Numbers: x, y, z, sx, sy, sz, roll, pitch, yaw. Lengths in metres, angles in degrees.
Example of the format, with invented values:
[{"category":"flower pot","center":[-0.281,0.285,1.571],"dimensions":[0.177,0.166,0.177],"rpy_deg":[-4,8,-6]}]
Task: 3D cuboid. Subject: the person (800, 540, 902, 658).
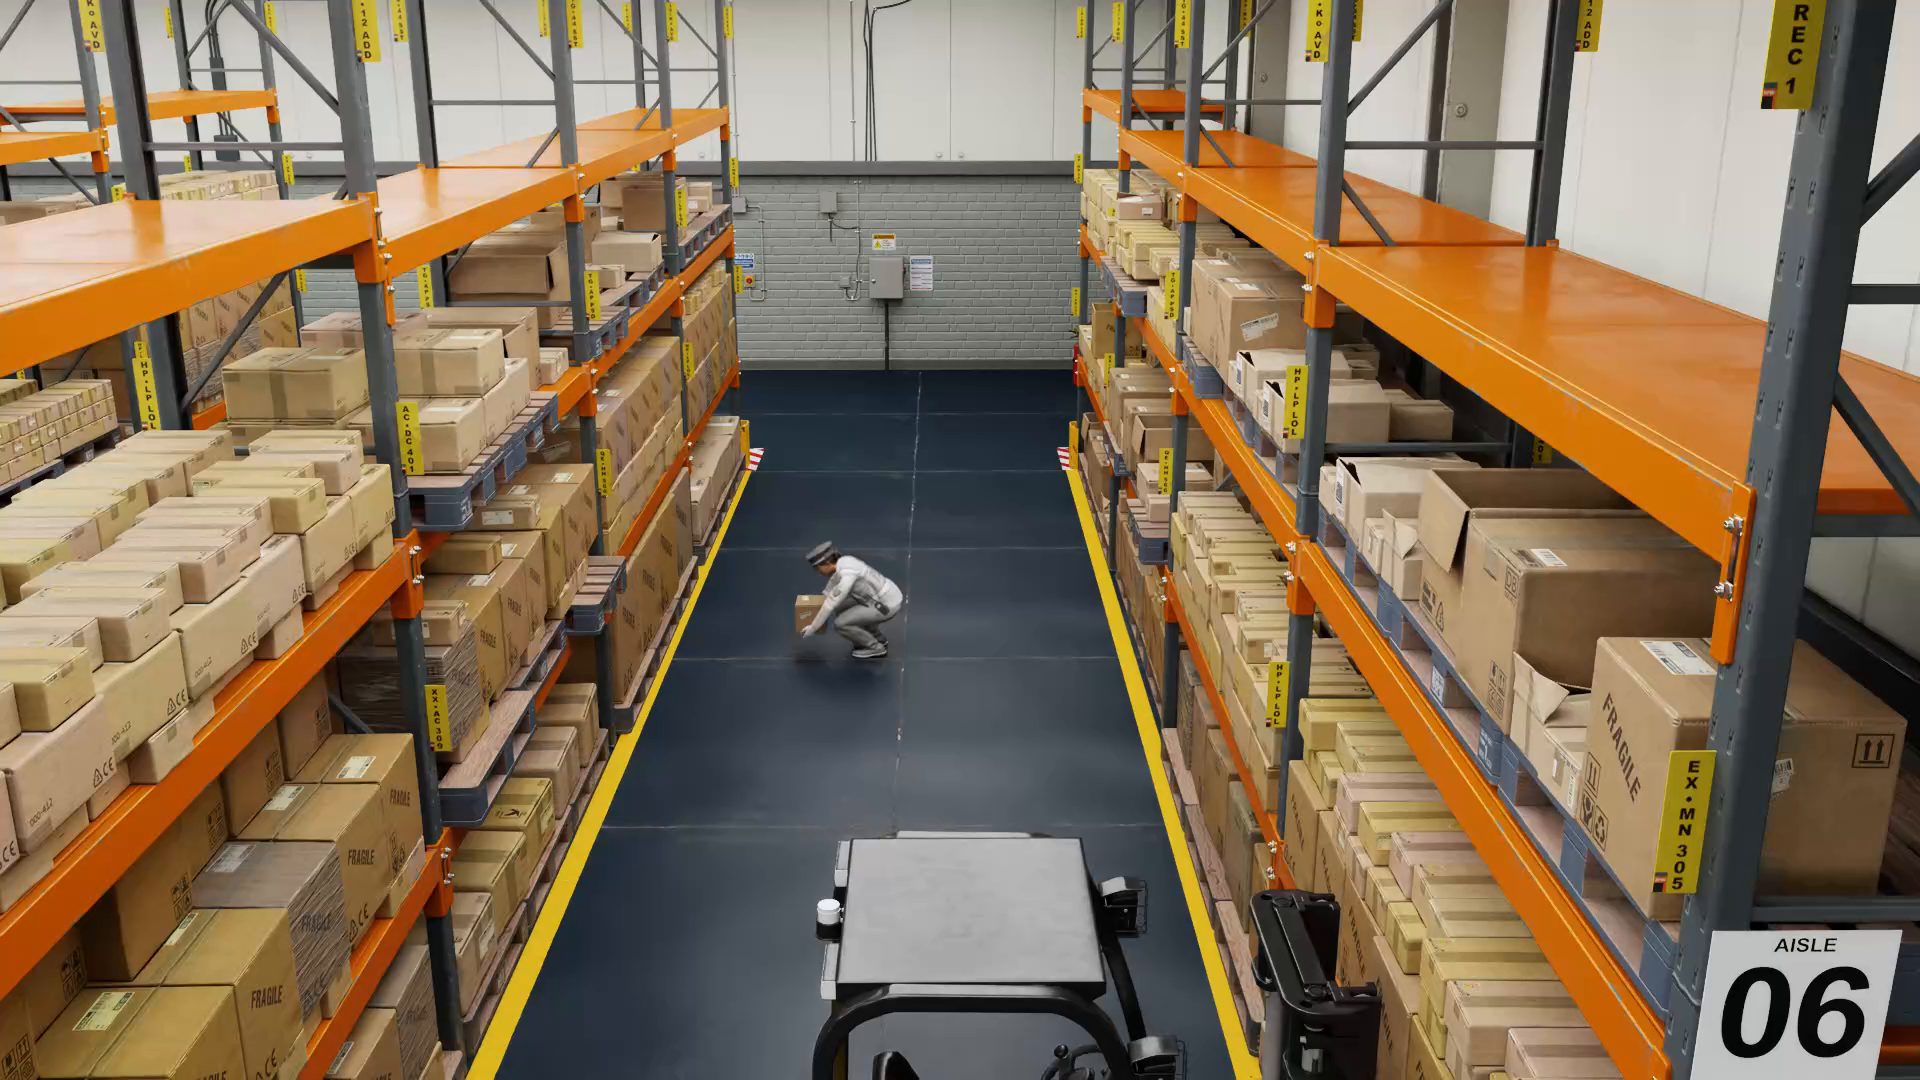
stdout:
[{"category":"person","center":[-0.896,0.471,13.716],"dimensions":[0.840,0.978,0.469],"rpy_deg":[0,17,-2]}]
